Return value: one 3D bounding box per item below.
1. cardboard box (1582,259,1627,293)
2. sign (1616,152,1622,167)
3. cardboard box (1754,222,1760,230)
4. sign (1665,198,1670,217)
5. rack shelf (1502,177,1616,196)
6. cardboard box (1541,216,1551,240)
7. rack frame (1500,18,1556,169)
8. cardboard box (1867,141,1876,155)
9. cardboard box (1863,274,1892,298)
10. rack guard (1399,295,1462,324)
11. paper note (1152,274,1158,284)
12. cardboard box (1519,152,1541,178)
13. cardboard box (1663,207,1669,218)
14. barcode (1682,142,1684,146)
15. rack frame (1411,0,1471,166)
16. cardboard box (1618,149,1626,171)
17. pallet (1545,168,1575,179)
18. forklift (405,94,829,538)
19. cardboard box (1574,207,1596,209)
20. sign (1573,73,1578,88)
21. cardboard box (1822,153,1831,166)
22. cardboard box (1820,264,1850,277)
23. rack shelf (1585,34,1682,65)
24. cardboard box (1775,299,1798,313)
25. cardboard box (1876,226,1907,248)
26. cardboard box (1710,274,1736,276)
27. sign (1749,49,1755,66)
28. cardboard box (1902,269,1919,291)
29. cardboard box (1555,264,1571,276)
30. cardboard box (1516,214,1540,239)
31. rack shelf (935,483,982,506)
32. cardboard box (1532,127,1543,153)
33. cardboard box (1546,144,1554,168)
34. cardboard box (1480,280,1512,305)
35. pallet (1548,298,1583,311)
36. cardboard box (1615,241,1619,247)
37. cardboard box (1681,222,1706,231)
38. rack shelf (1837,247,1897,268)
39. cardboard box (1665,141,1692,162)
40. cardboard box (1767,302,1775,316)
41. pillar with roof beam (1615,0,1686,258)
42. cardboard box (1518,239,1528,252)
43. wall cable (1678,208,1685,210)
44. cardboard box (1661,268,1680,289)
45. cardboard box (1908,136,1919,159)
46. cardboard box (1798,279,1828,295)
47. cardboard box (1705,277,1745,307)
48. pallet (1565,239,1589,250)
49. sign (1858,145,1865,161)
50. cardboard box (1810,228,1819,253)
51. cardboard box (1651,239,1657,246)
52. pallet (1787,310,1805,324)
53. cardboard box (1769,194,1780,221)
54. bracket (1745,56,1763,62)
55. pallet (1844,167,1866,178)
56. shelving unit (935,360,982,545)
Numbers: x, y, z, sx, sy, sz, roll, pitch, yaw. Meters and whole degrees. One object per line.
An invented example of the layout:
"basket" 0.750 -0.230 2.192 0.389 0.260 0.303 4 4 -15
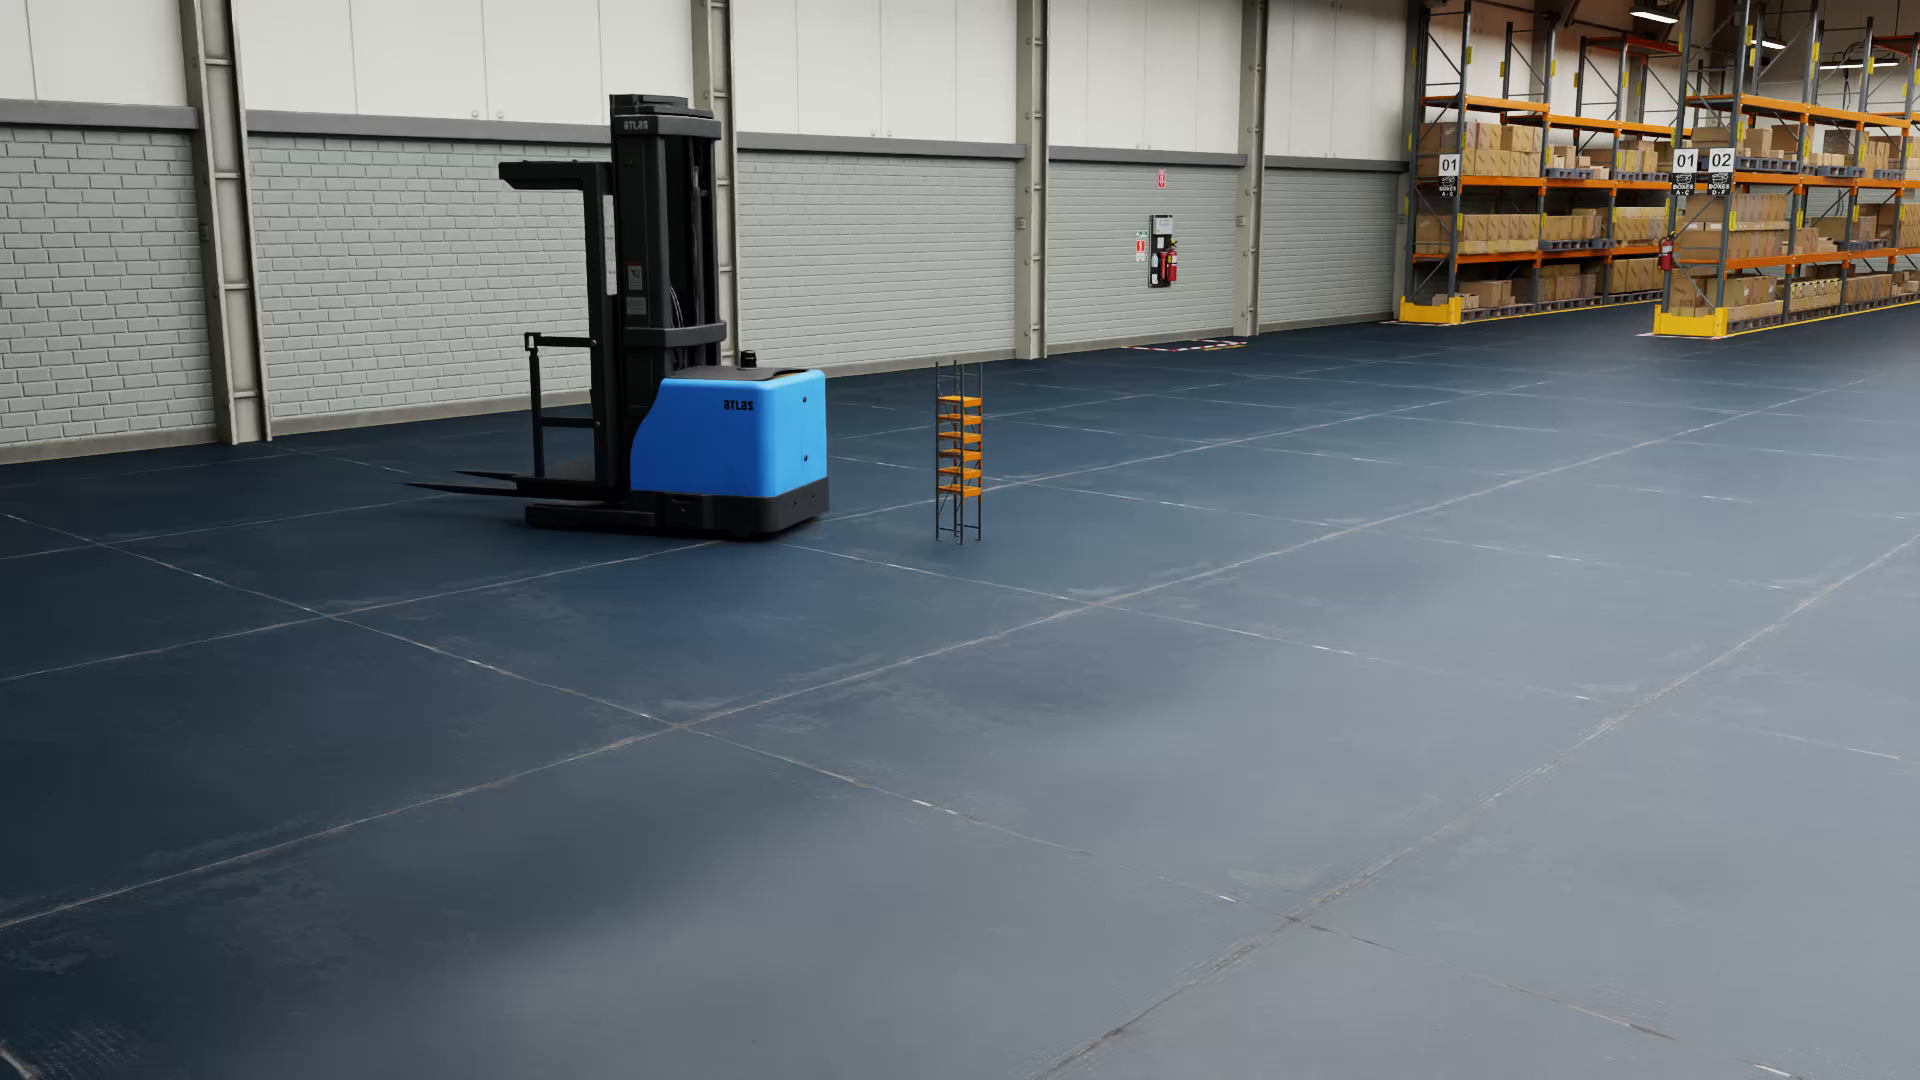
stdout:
"cardboard box" 15.025 -6.159 38.804 0.750 0.750 0.750 10 15 40
"sign" 14.848 -8.570 37.481 0.100 0.325 0.005 10 15 40
"cardboard box" 14.320 -5.722 30.289 0.380 0.149 0.250 10 15 41
"sign" 12.486 -5.855 29.306 0.100 0.325 0.005 10 15 40
"rack shelf" 13.121 -7.740 36.481 1.077 0.370 4.000 10 15 40
"cardboard box" 12.163 -6.662 35.531 0.700 0.500 0.500 10 15 41
"rack frame" 11.801 -9.269 34.644 1.000 3.000 0.127 10 15 40
"cardboard box" 19.539 -8.378 36.258 0.600 0.600 0.600 9 14 38
"cardboard box" 20.695 -5.745 37.573 0.500 0.500 0.500 10 15 40
"rack guard" 9.211 -4.524 32.586 1.175 0.500 0.348 10 15 40
"paper note" 3.184 -4.263 27.146 0.016 0.148 0.142 10 15 40
"cardboard box" 11.652 -7.750 34.392 0.500 0.500 0.500 10 15 42
"cardboard box" 16.966 -7.975 40.500 0.500 0.250 0.500 10 15 42
"barcode" 12.721 -6.961 29.265 0.001 0.075 0.075 10 15 40
"rack frame" 9.161 -8.681 31.697 1.000 3.000 0.127 10 15 40
"cardboard box" 15.029 -8.815 38.650 0.700 0.500 0.500 9 14 37
"pallet" 12.289 -7.783 35.342 1.213 0.211 1.003 10 15 40
"forklift" -2.515 -1.599 11.734 3.031 2.935 1.130 4 12 18
"cardboard box" 14.546 -7.588 38.565 0.500 0.250 0.500 10 15 42
"sign" 14.022 -10.465 37.840 0.100 0.325 0.005 10 15 40
"cardboard box" 17.189 -7.643 33.471 0.500 0.250 0.500 9 15 39
"cardboard box" 19.312 -5.961 36.744 0.500 0.250 0.500 9 15 39
"rack shelf" 15.762 -11.429 38.808 1.077 0.370 4.000 10 15 40
"cardboard box" 15.977 -4.572 32.392 0.500 0.250 0.500 9 15 39
"cardboard box" 21.347 -6.953 38.110 0.500 0.500 0.500 10 15 42
"cardboard box" 14.323 -4.738 31.307 0.500 0.500 0.500 10 15 40
"sign" 15.109 -9.194 31.683 0.100 0.325 0.005 10 15 40
"cardboard box" 23.272 -6.331 40.509 0.500 0.500 0.500 10 15 40
"cardboard box" 13.246 -6.009 36.981 0.500 0.250 0.500 10 15 40
"cardboard box" 11.721 -6.522 34.622 0.500 0.500 0.500 10 15 40
"rack shelf" -0.010 -0.307 11.139 0.258 0.103 0.180 10 15 40
"cardboard box" 11.674 -8.239 34.283 0.500 0.500 0.500 8 14 36
"cardboard box" 12.222 -8.123 35.238 0.500 0.500 0.500 -9 15 -39
"cardboard box" 11.146 -5.159 34.643 0.500 0.500 0.500 8 14 36
"pallet" 13.119 -5.255 36.982 1.003 0.211 1.213 10 15 40
"cardboard box" 15.006 -6.857 38.473 0.380 0.149 0.250 10 15 41
"cardboard box" 12.993 -5.547 29.412 0.380 0.149 0.250 9 15 39
"rack shelf" 19.485 -6.217 36.518 1.077 0.370 4.000 10 15 40
"cardboard box" 17.763 -9.593 41.065 0.500 0.500 0.500 10 15 40
"cardboard box" 15.045 -4.376 31.411 0.500 0.250 0.500 10 15 40
"pillar with roof beam" 20.128 -10.104 38.826 9.100 9.000 0.548 10 15 40
"cardboard box" 11.381 -6.082 34.337 0.500 0.250 0.500 10 15 41
"wall cable" 19.857 -8.902 45.527 0.084 1.984 1.851 10 15 40
"cardboard box" 17.653 -6.581 41.813 0.700 0.500 0.500 10 15 41
"cardboard box" 21.534 -9.006 38.178 0.700 0.500 0.500 10 15 40
"cardboard box" 17.331 -5.148 33.845 0.500 0.311 0.500 10 15 40
"cardboard box" 13.734 -4.448 29.856 0.500 0.500 0.500 10 15 40
"pallet" 13.166 -6.525 36.712 1.003 0.211 1.213 10 15 40
"sign" 18.577 -7.966 34.257 0.100 0.325 0.005 10 15 40
"cardboard box" 17.070 -6.076 33.718 0.500 0.500 0.500 9 14 37
"cardboard box" 16.587 -7.186 40.119 0.380 0.149 0.250 10 15 40
"pallet" 15.982 -4.433 32.869 1.003 0.211 1.213 10 15 40
"cardboard box" 14.904 -6.232 31.187 0.700 0.500 0.500 10 15 40
"bracket" 22.570 -13.586 47.066 0.076 0.066 3.189 10 15 40
"pallet" 17.784 -7.543 34.141 1.213 0.211 1.003 11 16 43
"shelving unit" -0.010 -0.586 11.083 0.258 1.200 0.189 10 15 40
